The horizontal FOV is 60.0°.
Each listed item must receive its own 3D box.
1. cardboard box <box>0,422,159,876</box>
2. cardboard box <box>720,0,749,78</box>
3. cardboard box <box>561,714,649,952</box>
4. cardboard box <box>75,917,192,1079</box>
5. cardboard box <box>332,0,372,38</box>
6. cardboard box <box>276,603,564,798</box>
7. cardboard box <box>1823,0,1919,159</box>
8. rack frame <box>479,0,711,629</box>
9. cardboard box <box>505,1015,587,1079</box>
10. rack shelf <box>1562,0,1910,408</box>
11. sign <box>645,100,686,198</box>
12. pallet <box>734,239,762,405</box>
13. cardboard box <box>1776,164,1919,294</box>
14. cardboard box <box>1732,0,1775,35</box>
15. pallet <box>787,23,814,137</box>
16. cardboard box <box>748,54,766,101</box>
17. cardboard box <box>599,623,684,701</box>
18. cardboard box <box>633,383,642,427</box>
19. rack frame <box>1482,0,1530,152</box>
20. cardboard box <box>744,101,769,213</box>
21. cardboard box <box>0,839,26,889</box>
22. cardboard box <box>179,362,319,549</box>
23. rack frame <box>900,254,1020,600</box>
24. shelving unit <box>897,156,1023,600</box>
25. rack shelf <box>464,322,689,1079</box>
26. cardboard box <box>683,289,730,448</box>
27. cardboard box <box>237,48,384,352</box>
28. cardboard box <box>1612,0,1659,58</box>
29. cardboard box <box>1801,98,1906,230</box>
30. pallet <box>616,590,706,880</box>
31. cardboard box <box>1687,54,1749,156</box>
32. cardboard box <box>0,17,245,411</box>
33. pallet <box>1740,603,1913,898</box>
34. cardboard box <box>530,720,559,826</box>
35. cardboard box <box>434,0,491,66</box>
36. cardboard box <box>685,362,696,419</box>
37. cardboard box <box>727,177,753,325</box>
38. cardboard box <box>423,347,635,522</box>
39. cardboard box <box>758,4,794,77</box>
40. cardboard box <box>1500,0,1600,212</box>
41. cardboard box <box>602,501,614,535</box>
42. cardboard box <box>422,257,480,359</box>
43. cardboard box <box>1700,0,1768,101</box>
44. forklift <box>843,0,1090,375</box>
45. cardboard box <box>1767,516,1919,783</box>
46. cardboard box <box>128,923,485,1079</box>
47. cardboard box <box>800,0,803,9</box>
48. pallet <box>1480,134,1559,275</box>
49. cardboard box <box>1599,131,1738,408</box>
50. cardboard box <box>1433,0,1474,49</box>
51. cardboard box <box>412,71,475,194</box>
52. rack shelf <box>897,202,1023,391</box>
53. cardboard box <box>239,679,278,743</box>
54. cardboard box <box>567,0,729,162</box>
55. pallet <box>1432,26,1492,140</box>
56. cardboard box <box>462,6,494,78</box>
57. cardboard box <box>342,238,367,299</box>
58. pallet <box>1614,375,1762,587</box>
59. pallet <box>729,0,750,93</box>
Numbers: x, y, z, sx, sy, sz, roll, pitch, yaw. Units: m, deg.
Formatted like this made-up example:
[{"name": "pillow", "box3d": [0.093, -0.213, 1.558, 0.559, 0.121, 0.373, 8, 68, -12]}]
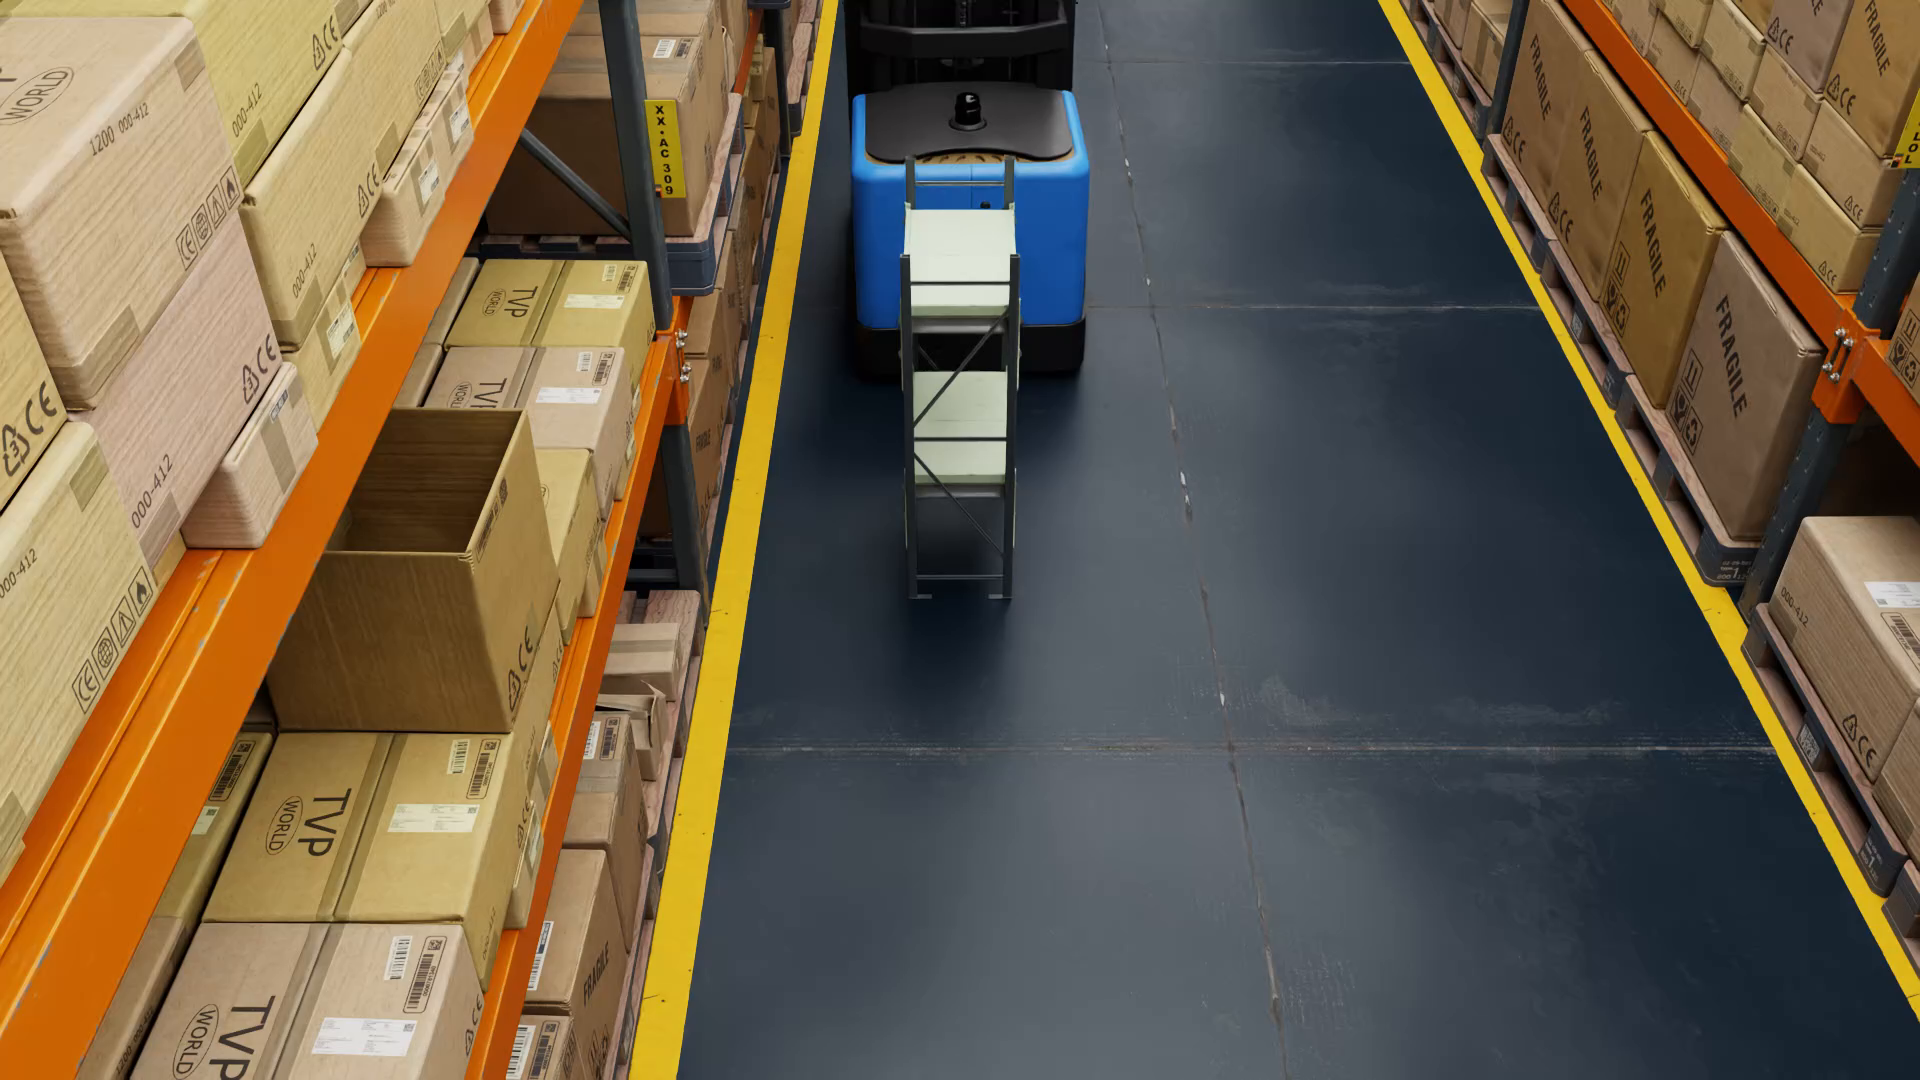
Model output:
[{"name": "cardboard box", "box3d": [-1.184, 0.124, 1.680, 0.500, 0.250, 0.500, 0, 39, -1]}, {"name": "cardboard box", "box3d": [-1.240, -2.192, 6.670, 0.700, 0.500, 0.500, 0, 39, 0]}, {"name": "cardboard box", "box3d": [-1.326, 0.875, 4.922, 0.700, 0.500, 0.500, -1, 39, -2]}, {"name": "cardboard box", "box3d": [-1.723, 0.962, 3.032, 0.500, 0.250, 0.500, 0, 39, 0]}, {"name": "cardboard box", "box3d": [-1.213, -1.022, 2.710, 0.500, 0.250, 0.500, 1, 39, 1]}, {"name": "cardboard box", "box3d": [-1.215, 0.336, 3.814, 0.500, 0.250, 0.500, -1, 39, -1]}, {"name": "cardboard box", "box3d": [3.250, -1.586, 5.451, 0.500, 0.500, 0.500, 1, 39, 1]}, {"name": "rack frame", "box3d": [-1.462, -0.871, 5.439, 1.000, 3.000, 0.127, 0, 39, 0]}, {"name": "cardboard box", "box3d": [-1.325, 1.524, 4.112, 0.700, 0.500, 0.500, 1, 39, 2]}, {"name": "rack shelf", "box3d": [3.500, -1.847, 7.232, 1.077, 0.370, 4.000, 0, 39, 0]}, {"name": "sign", "box3d": [-0.919, -1.214, 5.175, 0.100, 0.325, 0.005, 0, 39, 0]}, {"name": "pallet", "box3d": [-1.505, -1.057, 7.900, 1.003, 0.211, 1.213, 0, 39, 0]}, {"name": "cardboard box", "box3d": [3.249, -1.099, 5.843, 0.500, 0.250, 0.500, -1, 39, -1]}, {"name": "cardboard box", "box3d": [3.261, -2.226, 6.250, 0.500, 0.500, 0.500, 1, 39, 1]}, {"name": "pallet", "box3d": [-1.428, -2.800, 10.075, 1.003, 0.211, 1.213, 0, 39, 0]}, {"name": "cardboard box", "box3d": [-1.181, -2.335, 8.410, 0.380, 0.149, 0.250, -2, 39, -2]}, {"name": "cardboard box", "box3d": [-1.168, 0.425, 5.765, 0.380, 0.149, 0.250, -1, 39, -1]}, {"name": "cardboard box", "box3d": [-1.187, -0.411, 5.066, 0.380, 0.149, 0.250, 1, 39, 1]}, {"name": "rack frame", "box3d": [3.497, -3.379, 8.568, 1.000, 3.000, 0.127, 0, 39, 0]}, {"name": "cardboard box", "box3d": [-1.261, -1.984, 8.490, 0.500, 0.500, 0.500, -1, 39, -1]}, {"name": "cardboard box", "box3d": [-1.225, 0.358, 1.707, 0.380, 0.149, 0.250, 1, 39, 1]}, {"name": "cardboard box", "box3d": [-1.132, -0.122, 2.306, 0.380, 0.149, 0.250, 1, 39, 1]}, {"name": "rack frame", "box3d": [0.000, -0.361, 6.001, 0.400, 1.500, 0.023, 0, 39, 0]}, {"name": "shelving unit", "box3d": [0.000, -0.589, 6.286, 0.431, 1.500, 0.755, 0, 39, 0]}, {"name": "rack shelf", "box3d": [-1.460, 0.660, 4.103, 1.077, 0.370, 4.000, 0, 39, 0]}, {"name": "cardboard box", "box3d": [-1.248, -0.696, 6.882, 0.500, 0.500, 0.500, -1, 39, -1]}, {"name": "cardboard box", "box3d": [-1.194, -0.514, 2.476, 0.500, 0.250, 0.500, -1, 39, -1]}, {"name": "cardboard box", "box3d": [3.259, -2.365, 7.422, 0.500, 0.250, 0.500, 1, 39, 1]}, {"name": "cardboard box", "box3d": [3.258, -1.289, 5.681, 0.500, 0.250, 0.500, 0, 39, 0]}, {"name": "pallet", "box3d": [-1.462, 0.646, 5.775, 1.003, 0.211, 1.213, 0, 39, 0]}, {"name": "cardboard box", "box3d": [3.268, -1.733, 6.634, 0.500, 0.250, 0.500, -1, 39, -1]}, {"name": "cardboard box", "box3d": [-1.188, -0.389, 1.920, 0.500, 0.250, 0.500, 0, 39, 0]}, {"name": "pallet", "box3d": [3.424, 0.686, 5.725, 1.003, 0.211, 1.213, 0, 39, 0]}, {"name": "cardboard box", "box3d": [-1.156, 0.552, 3.864, 0.380, 0.149, 0.250, 1, 39, 1]}, {"name": "cardboard box", "box3d": [-1.211, -1.153, 3.273, 0.500, 0.250, 0.500, 1, 39, 1]}, {"name": "cardboard box", "box3d": [-1.196, -0.538, 6.167, 0.380, 0.149, 0.250, 2, 39, 2]}, {"name": "cardboard box", "box3d": [-1.238, -1.332, 7.677, 0.500, 0.500, 0.500, -1, 39, -2]}, {"name": "cardboard box", "box3d": [-1.202, -0.297, 4.605, 0.500, 0.250, 0.500, 0, 39, 0]}, {"name": "cardboard box", "box3d": [-1.454, -3.000, 9.658, 0.875, 0.625, 0.625, 1, 39, 1]}, {"name": "cardboard box", "box3d": [3.415, -2.282, 8.562, 0.875, 0.875, 0.875, 0, 39, 0]}, {"name": "cardboard box", "box3d": [-1.189, -0.085, 4.658, 0.380, 0.149, 0.250, 1, 39, 1]}, {"name": "cardboard box", "box3d": [-1.731, -0.619, 5.006, 0.500, 0.250, 0.500, 0, 39, -1]}, {"name": "cardboard box", "box3d": [3.244, -1.926, 6.475, 0.500, 0.250, 0.500, 1, 39, 1]}, {"name": "forklift", "box3d": [-0.012, -2.797, 7.896, 1.130, 2.935, 3.031, -2, 39, -2]}, {"name": "cardboard box", "box3d": [3.395, 0.351, 5.626, 0.875, 0.438, 0.875, -1, 39, -1]}, {"name": "cardboard box", "box3d": [-1.189, 0.973, 3.019, 0.500, 0.250, 0.500, 0, 39, 0]}, {"name": "cardboard box", "box3d": [-1.463, -3.830, 10.693, 0.875, 0.625, 0.625, -2, 39, -2]}, {"name": "pallet", "box3d": [3.423, -1.798, 8.824, 1.003, 0.211, 1.213, 0, 39, 0]}, {"name": "cardboard box", "box3d": [3.412, -1.165, 7.168, 0.875, 0.875, 0.875, 1, 39, 1]}, {"name": "cardboard box", "box3d": [3.498, -3.332, 10.275, 0.950, 0.372, 0.625, -1, 39, -1]}, {"name": "cardboard box", "box3d": [-1.135, -0.757, 3.098, 0.380, 0.149, 0.250, 1, 39, 1]}, {"name": "rack shelf", "box3d": [0.000, -0.894, 6.042, 0.431, 0.370, 0.720, 0, 39, 0]}, {"name": "cardboard box", "box3d": [-1.719, 0.326, 3.827, 0.500, 0.250, 0.500, 0, 39, 0]}, {"name": "cardboard box", "box3d": [-1.239, -1.701, 6.058, 0.700, 0.500, 0.500, 0, 39, 0]}, {"name": "pallet", "box3d": [3.498, -2.779, 10.049, 1.003, 0.211, 1.213, 0, 39, 0]}, {"name": "cardboard box", "box3d": [-1.211, -1.078, 3.498, 0.380, 0.149, 0.250, 1, 39, 1]}, {"name": "cardboard box", "box3d": [-1.202, -0.441, 2.704, 0.380, 0.149, 0.250, 0, 39, -1]}, {"name": "pallet", "box3d": [3.426, -0.272, 6.920, 1.003, 0.211, 1.213, 0, 39, 0]}, {"name": "pallet", "box3d": [-1.460, -2.082, 7.103, 1.003, 0.211, 1.213, 0, 39, 0]}]
